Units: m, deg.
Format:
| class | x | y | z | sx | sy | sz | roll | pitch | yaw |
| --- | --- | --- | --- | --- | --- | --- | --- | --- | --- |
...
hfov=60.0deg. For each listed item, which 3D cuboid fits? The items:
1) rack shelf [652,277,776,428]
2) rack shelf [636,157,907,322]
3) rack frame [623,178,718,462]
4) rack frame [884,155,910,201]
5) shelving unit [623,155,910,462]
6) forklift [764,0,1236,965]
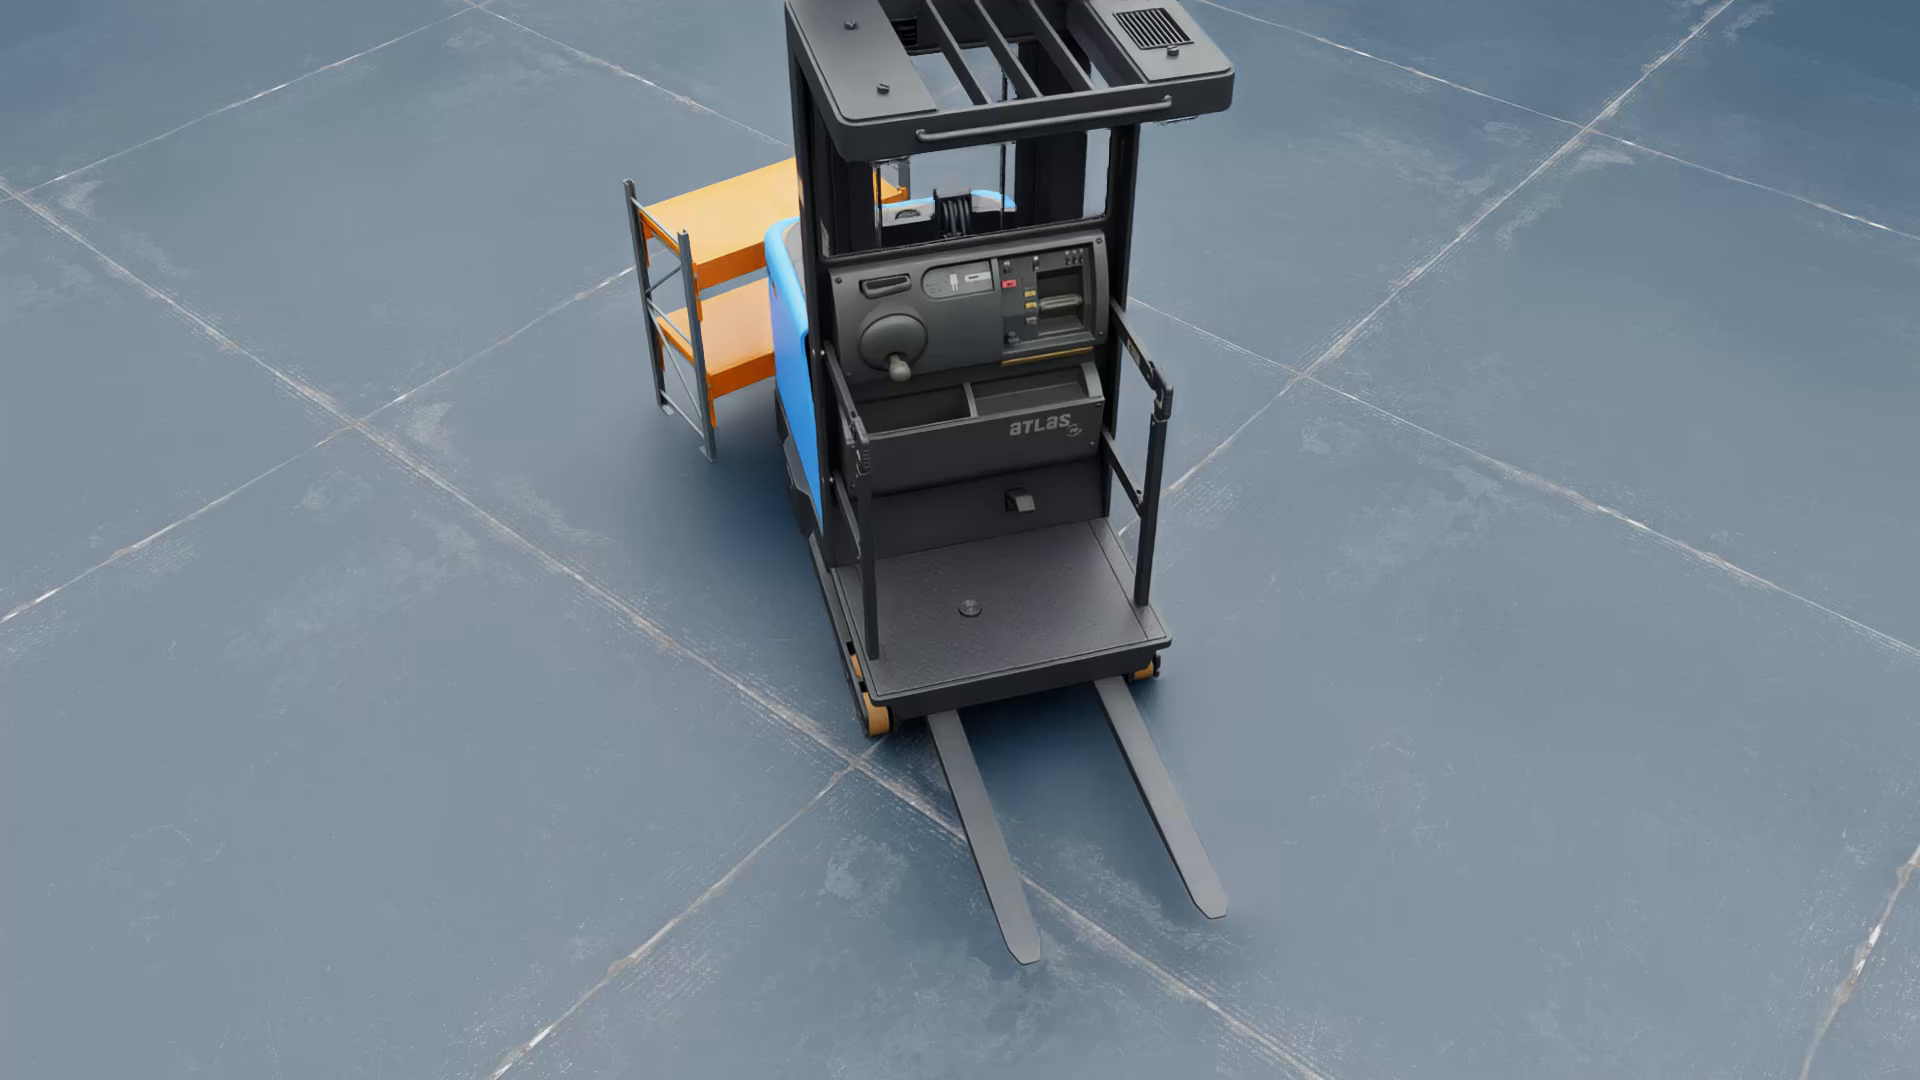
| class | x | y | z | sx | sy | sz | roll | pitch | yaw |
| --- | --- | --- | --- | --- | --- | --- | --- | --- | --- |
| rack shelf | -0.779 | -0.909 | 7.277 | 1.000 | 0.278 | 0.538 | -25 | 48 | -25 |
| rack shelf | -0.779 | -1.306 | 6.915 | 1.000 | 0.278 | 0.538 | -25 | 48 | -25 |
| rack frame | -1.195 | -0.893 | 6.896 | 0.032 | 1.125 | 0.500 | -25 | 48 | -25 |
| rack frame | -0.363 | -1.286 | 7.328 | 0.032 | 1.125 | 0.500 | -25 | 48 | -25 |
| shelving unit | -0.779 | -1.090 | 7.112 | 1.048 | 1.125 | 0.538 | -25 | 48 | -25 |
| forklift | 0.101 | -0.680 | 5.320 | 1.130 | 2.935 | 3.031 | -11 | 43 | -11 |
